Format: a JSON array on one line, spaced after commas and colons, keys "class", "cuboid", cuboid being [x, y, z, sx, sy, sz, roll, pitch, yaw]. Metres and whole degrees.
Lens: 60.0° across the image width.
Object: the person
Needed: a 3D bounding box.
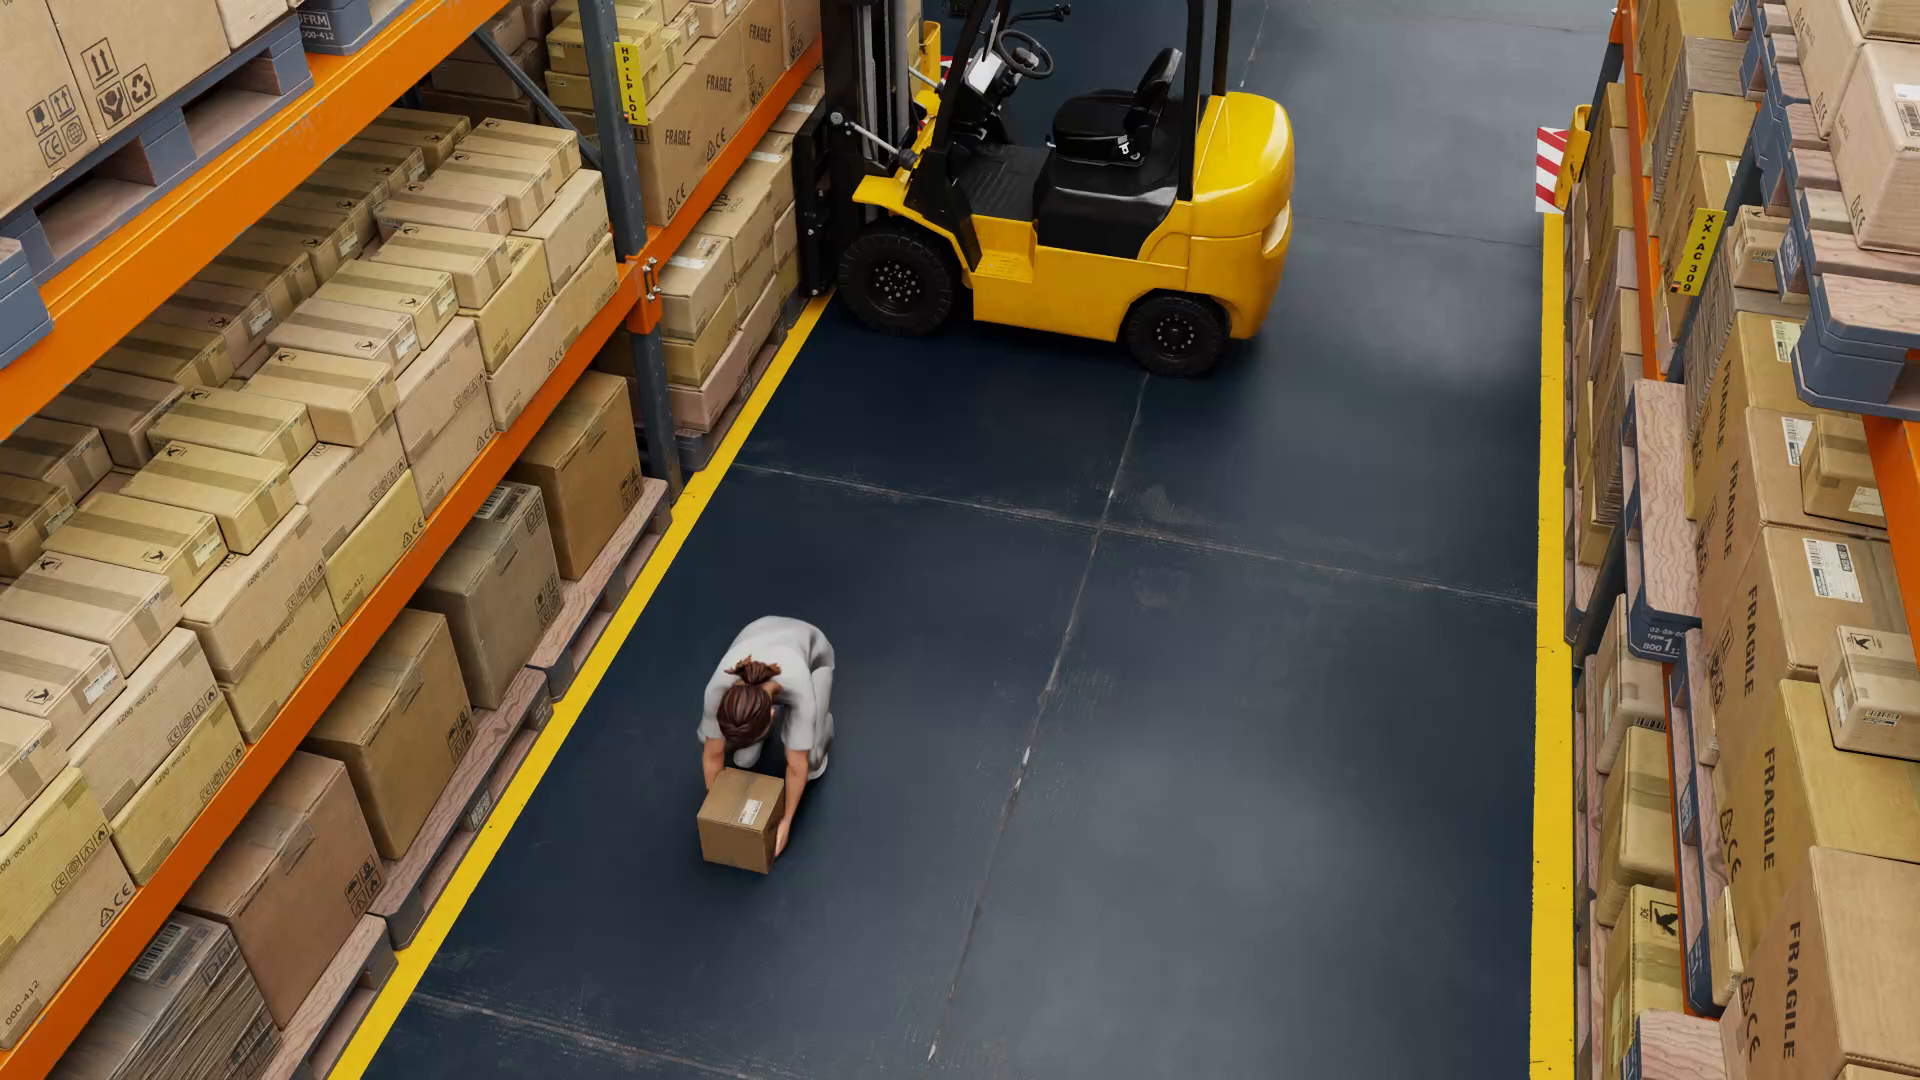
[{"class": "person", "cuboid": [-0.709, 0.622, 6.138, 0.482, 0.807, 0.807, 10, 42, 11]}]
